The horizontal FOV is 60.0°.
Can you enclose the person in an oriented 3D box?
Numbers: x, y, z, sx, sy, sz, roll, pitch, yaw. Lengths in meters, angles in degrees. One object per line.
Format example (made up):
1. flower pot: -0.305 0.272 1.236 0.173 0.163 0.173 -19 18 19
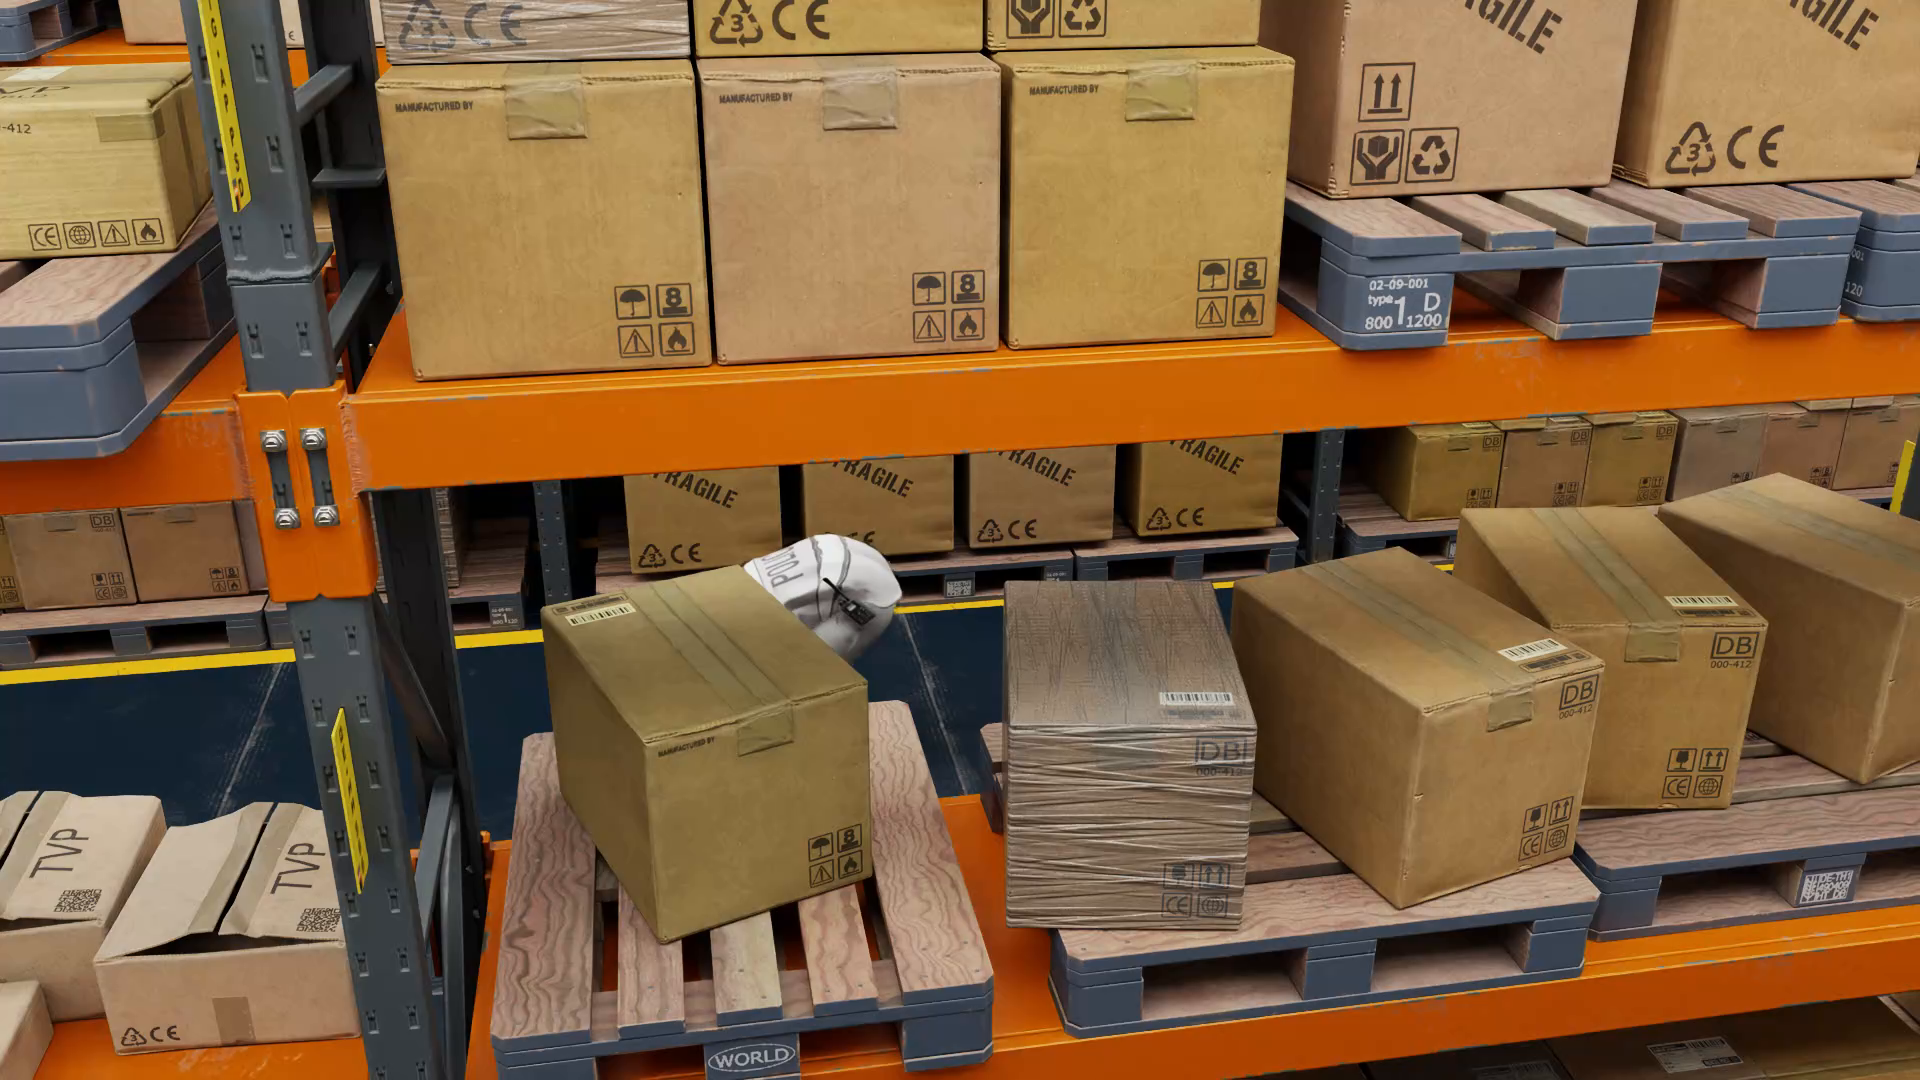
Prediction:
1. person: -0.612 0.121 6.788 0.566 1.771 0.490 -4 24 -9
